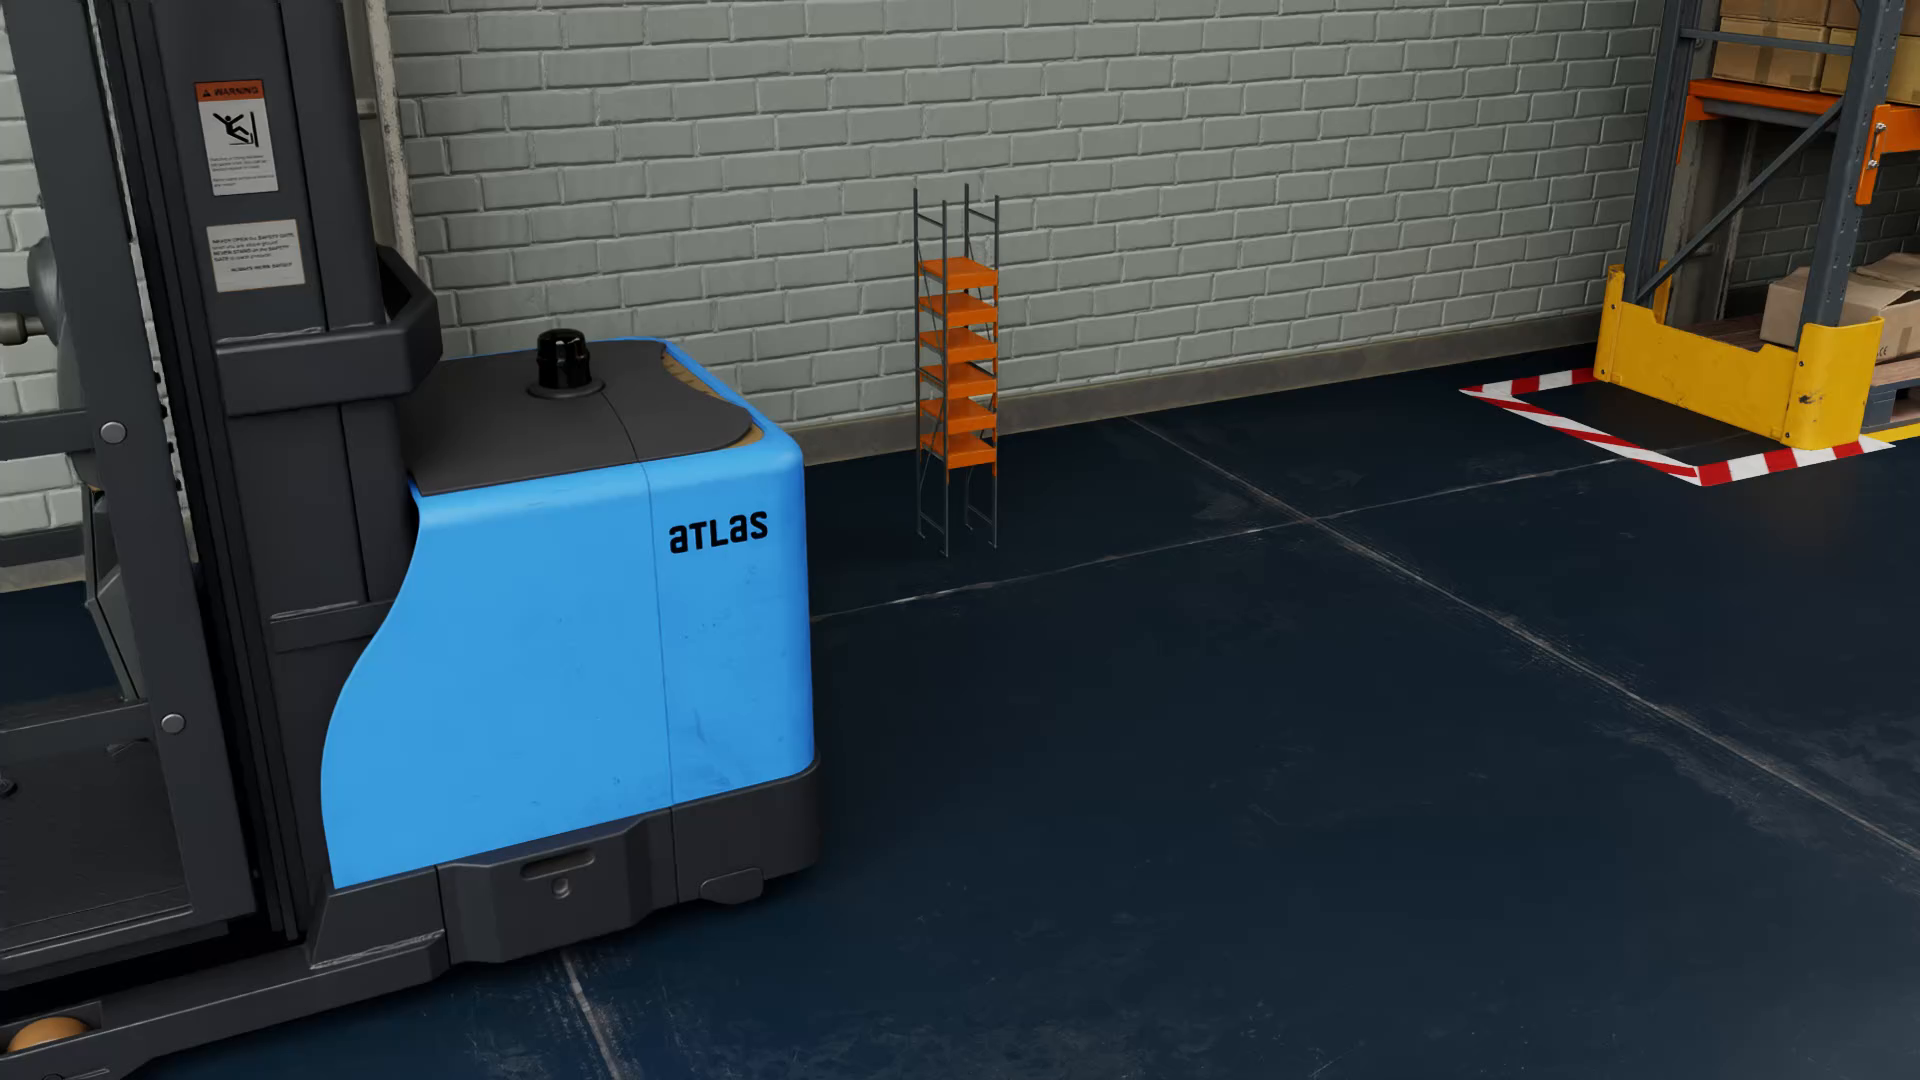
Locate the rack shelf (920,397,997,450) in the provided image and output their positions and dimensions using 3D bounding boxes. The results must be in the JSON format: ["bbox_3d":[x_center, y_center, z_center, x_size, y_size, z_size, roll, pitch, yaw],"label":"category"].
[{"bbox_3d":[-0.013,-0.400,5.578,0.180,0.103,0.258,-10,25,-24],"label":"rack shelf"}]

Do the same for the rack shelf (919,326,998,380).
[{"bbox_3d":[-0.013,-0.622,5.486,0.180,0.103,0.258,-10,25,-24],"label":"rack shelf"}]

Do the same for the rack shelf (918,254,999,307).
[{"bbox_3d":[-0.013,-0.844,5.394,0.180,0.103,0.258,-10,25,-24],"label":"rack shelf"}]

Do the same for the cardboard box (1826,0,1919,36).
[{"bbox_3d":[3.749,-2.213,6.364,0.500,0.500,0.500,-10,25,-24],"label":"cardboard box"}]

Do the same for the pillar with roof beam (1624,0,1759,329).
[{"bbox_3d":[5.311,-3.654,2.811,0.400,9.000,9.100,-10,25,-24],"label":"pillar with roof beam"}]

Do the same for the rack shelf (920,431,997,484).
[{"bbox_3d":[-0.013,-0.289,5.624,0.180,0.103,0.258,-10,25,-24],"label":"rack shelf"}]

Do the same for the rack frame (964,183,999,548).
[{"bbox_3d":[0.069,-0.567,5.551,0.006,1.200,0.240,-10,25,-24],"label":"rack frame"}]

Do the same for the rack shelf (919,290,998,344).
[{"bbox_3d":[-0.013,-0.733,5.440,0.180,0.103,0.258,-10,25,-24],"label":"rack shelf"}]

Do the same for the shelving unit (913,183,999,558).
[{"bbox_3d":[-0.013,-0.552,5.515,0.189,1.200,0.258,-10,25,-24],"label":"shelving unit"}]

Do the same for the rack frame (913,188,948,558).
[{"bbox_3d":[-0.095,-0.537,5.478,0.006,1.200,0.240,-10,25,-24],"label":"rack frame"}]

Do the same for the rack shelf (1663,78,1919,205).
[{"bbox_3d":[4.990,-1.950,7.481,4.000,0.370,1.077,-10,25,-24],"label":"rack shelf"}]

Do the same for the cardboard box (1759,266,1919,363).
[{"bbox_3d":[3.851,-0.996,7.174,0.500,0.311,0.500,-14,26,-30],"label":"cardboard box"}]

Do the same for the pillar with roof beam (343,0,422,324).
[{"bbox_3d":[-0.096,-2.658,0.406,0.400,9.000,9.100,-10,25,-24],"label":"pillar with roof beam"}]

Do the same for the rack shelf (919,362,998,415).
[{"bbox_3d":[-0.013,-0.511,5.532,0.180,0.103,0.258,-10,25,-24],"label":"rack shelf"}]

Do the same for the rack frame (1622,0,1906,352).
[{"bbox_3d":[3.188,-1.951,6.541,0.127,3.000,1.000,-10,25,-24],"label":"rack frame"}]

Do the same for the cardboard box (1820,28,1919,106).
[{"bbox_3d":[3.765,-1.863,6.498,0.500,0.250,0.500,-11,25,-25],"label":"cardboard box"}]

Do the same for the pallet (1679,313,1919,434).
[{"bbox_3d":[4.004,-0.798,7.401,1.213,0.211,1.003,-10,25,-24],"label":"pallet"}]

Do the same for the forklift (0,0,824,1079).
[{"bbox_3d":[-1.866,-0.475,3.064,3.031,2.935,1.130,-11,25,-25],"label":"forklift"}]

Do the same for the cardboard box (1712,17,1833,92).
[{"bbox_3d":[3.525,-2.035,6.915,0.500,0.250,0.500,-10,25,-23],"label":"cardboard box"}]

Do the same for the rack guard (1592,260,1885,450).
[{"bbox_3d":[3.257,-0.809,7.050,0.348,0.500,1.175,-10,25,-24],"label":"rack guard"}]

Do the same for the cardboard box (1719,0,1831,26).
[{"bbox_3d":[3.521,-2.389,6.789,0.500,0.500,0.500,-11,25,-24],"label":"cardboard box"}]

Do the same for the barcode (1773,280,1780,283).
[{"bbox_3d":[3.693,-1.141,7.512,0.075,0.075,0.001,-10,25,-24],"label":"barcode"}]

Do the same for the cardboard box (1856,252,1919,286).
[{"bbox_3d":[4.364,-1.090,7.402,0.500,0.311,0.500,-8,24,-19],"label":"cardboard box"}]
